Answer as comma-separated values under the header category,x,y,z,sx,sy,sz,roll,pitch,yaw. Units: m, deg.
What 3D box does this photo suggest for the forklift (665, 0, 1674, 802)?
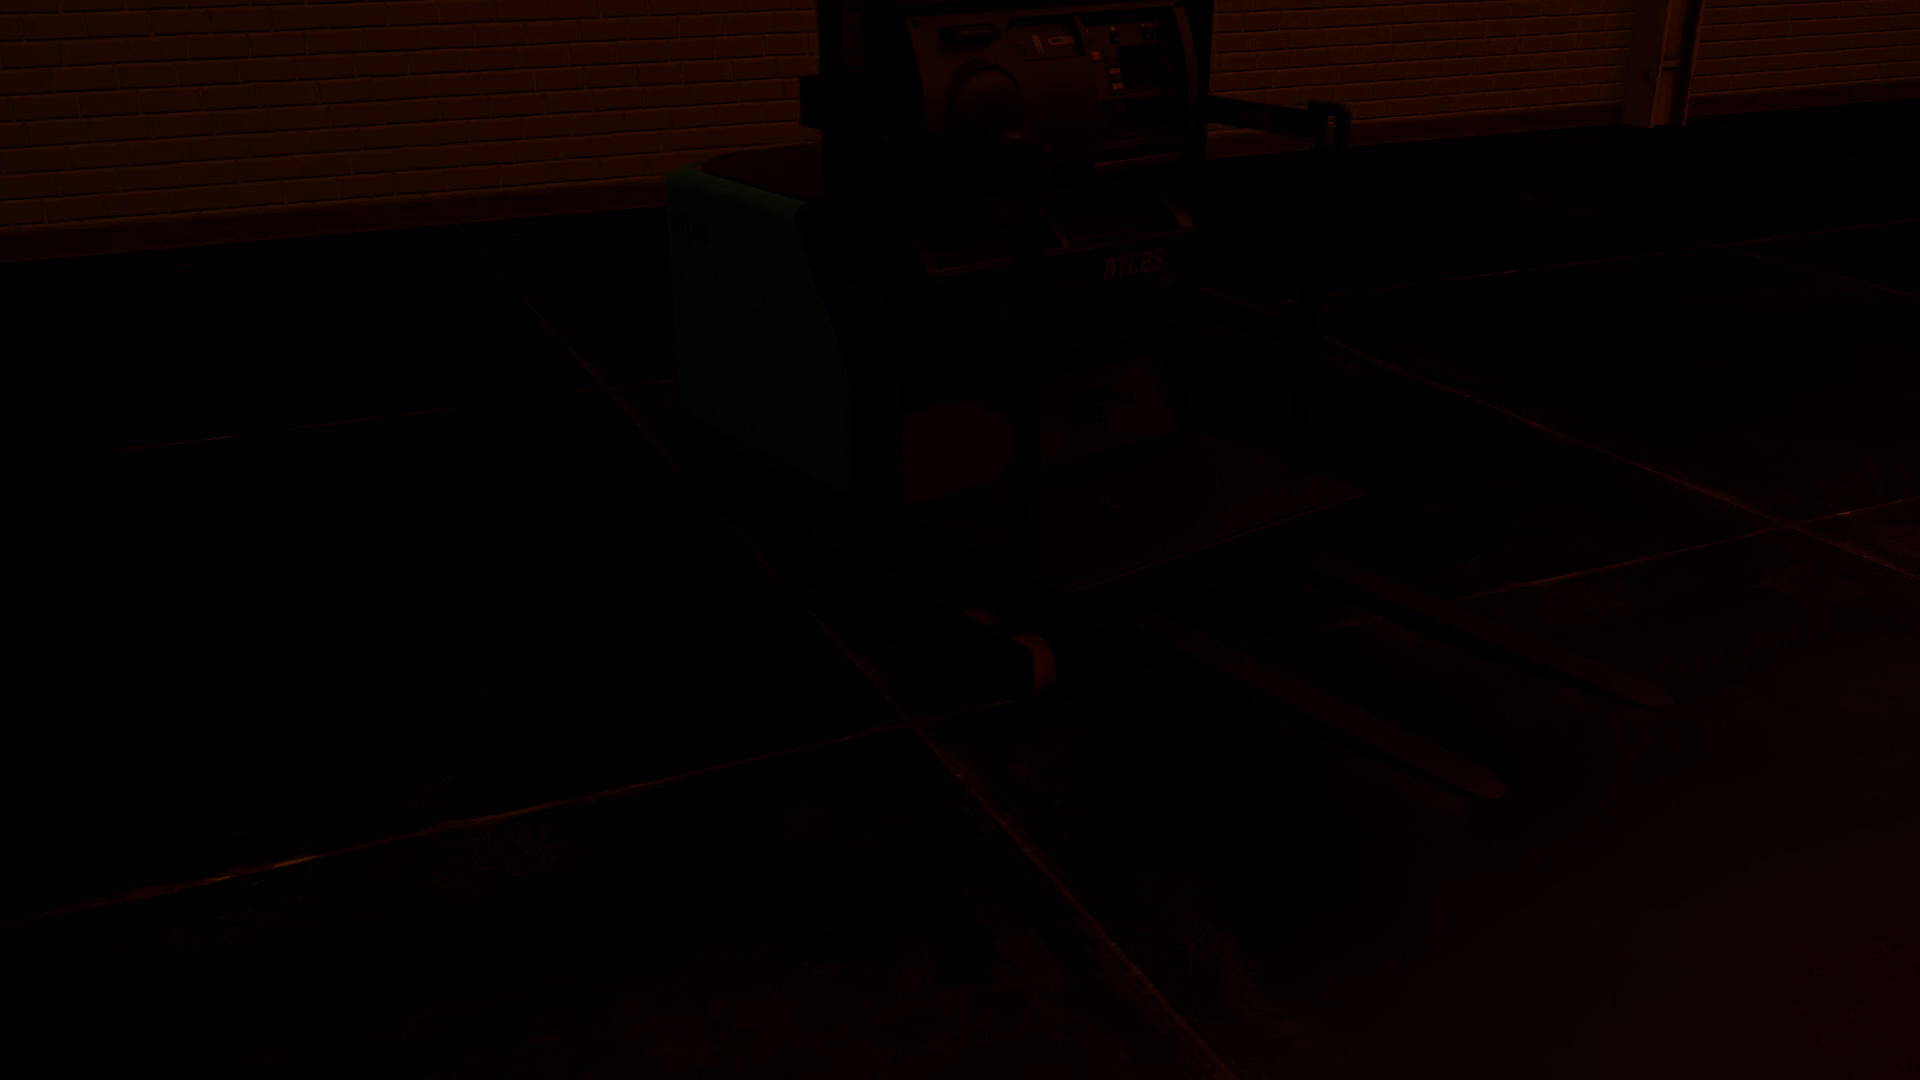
category,x,y,z,sx,sy,sz,roll,pitch,yaw
forklift,0.386,-1.170,4.103,1.130,2.935,3.031,-17,28,-35
